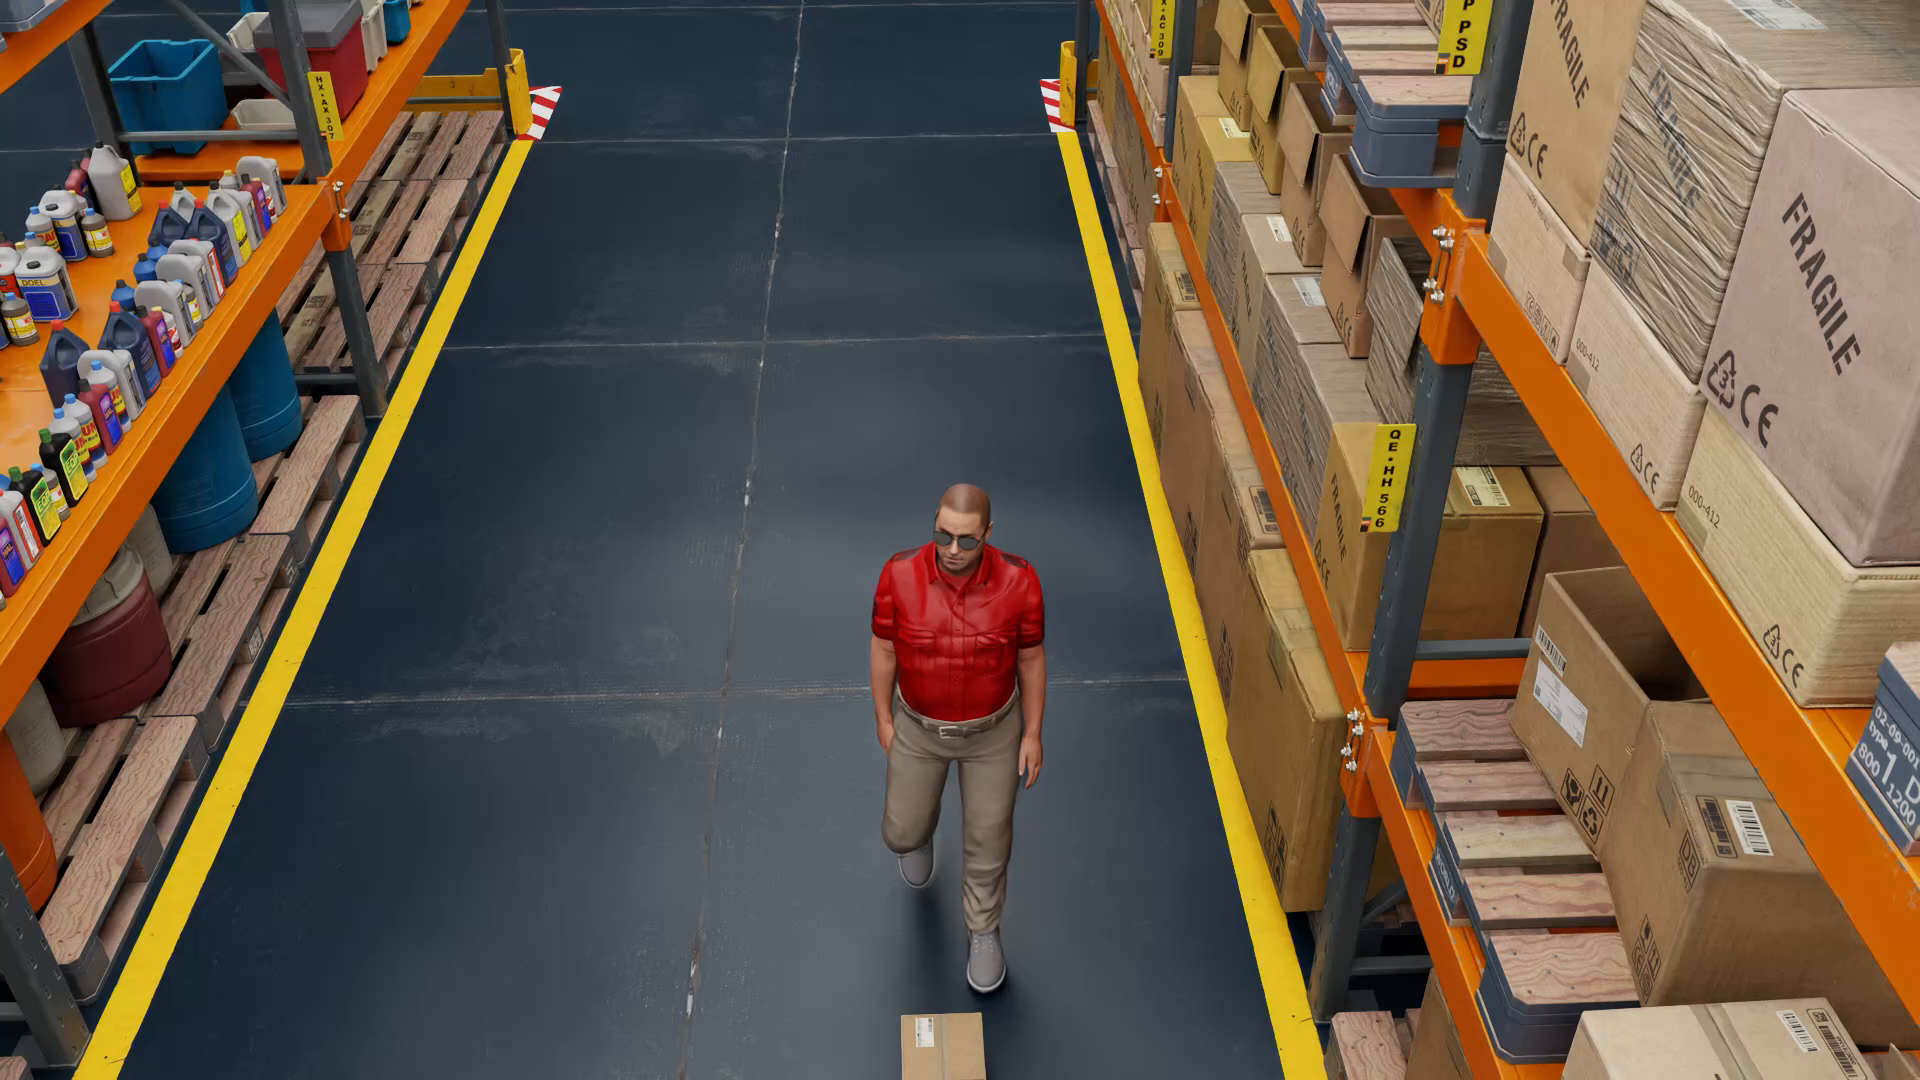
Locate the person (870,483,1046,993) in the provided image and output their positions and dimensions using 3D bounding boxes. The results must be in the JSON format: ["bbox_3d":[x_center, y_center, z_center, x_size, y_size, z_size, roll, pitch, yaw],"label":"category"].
[{"bbox_3d":[-0.010,0.603,5.282,0.556,1.711,0.695,1,35,1],"label":"person"}]
